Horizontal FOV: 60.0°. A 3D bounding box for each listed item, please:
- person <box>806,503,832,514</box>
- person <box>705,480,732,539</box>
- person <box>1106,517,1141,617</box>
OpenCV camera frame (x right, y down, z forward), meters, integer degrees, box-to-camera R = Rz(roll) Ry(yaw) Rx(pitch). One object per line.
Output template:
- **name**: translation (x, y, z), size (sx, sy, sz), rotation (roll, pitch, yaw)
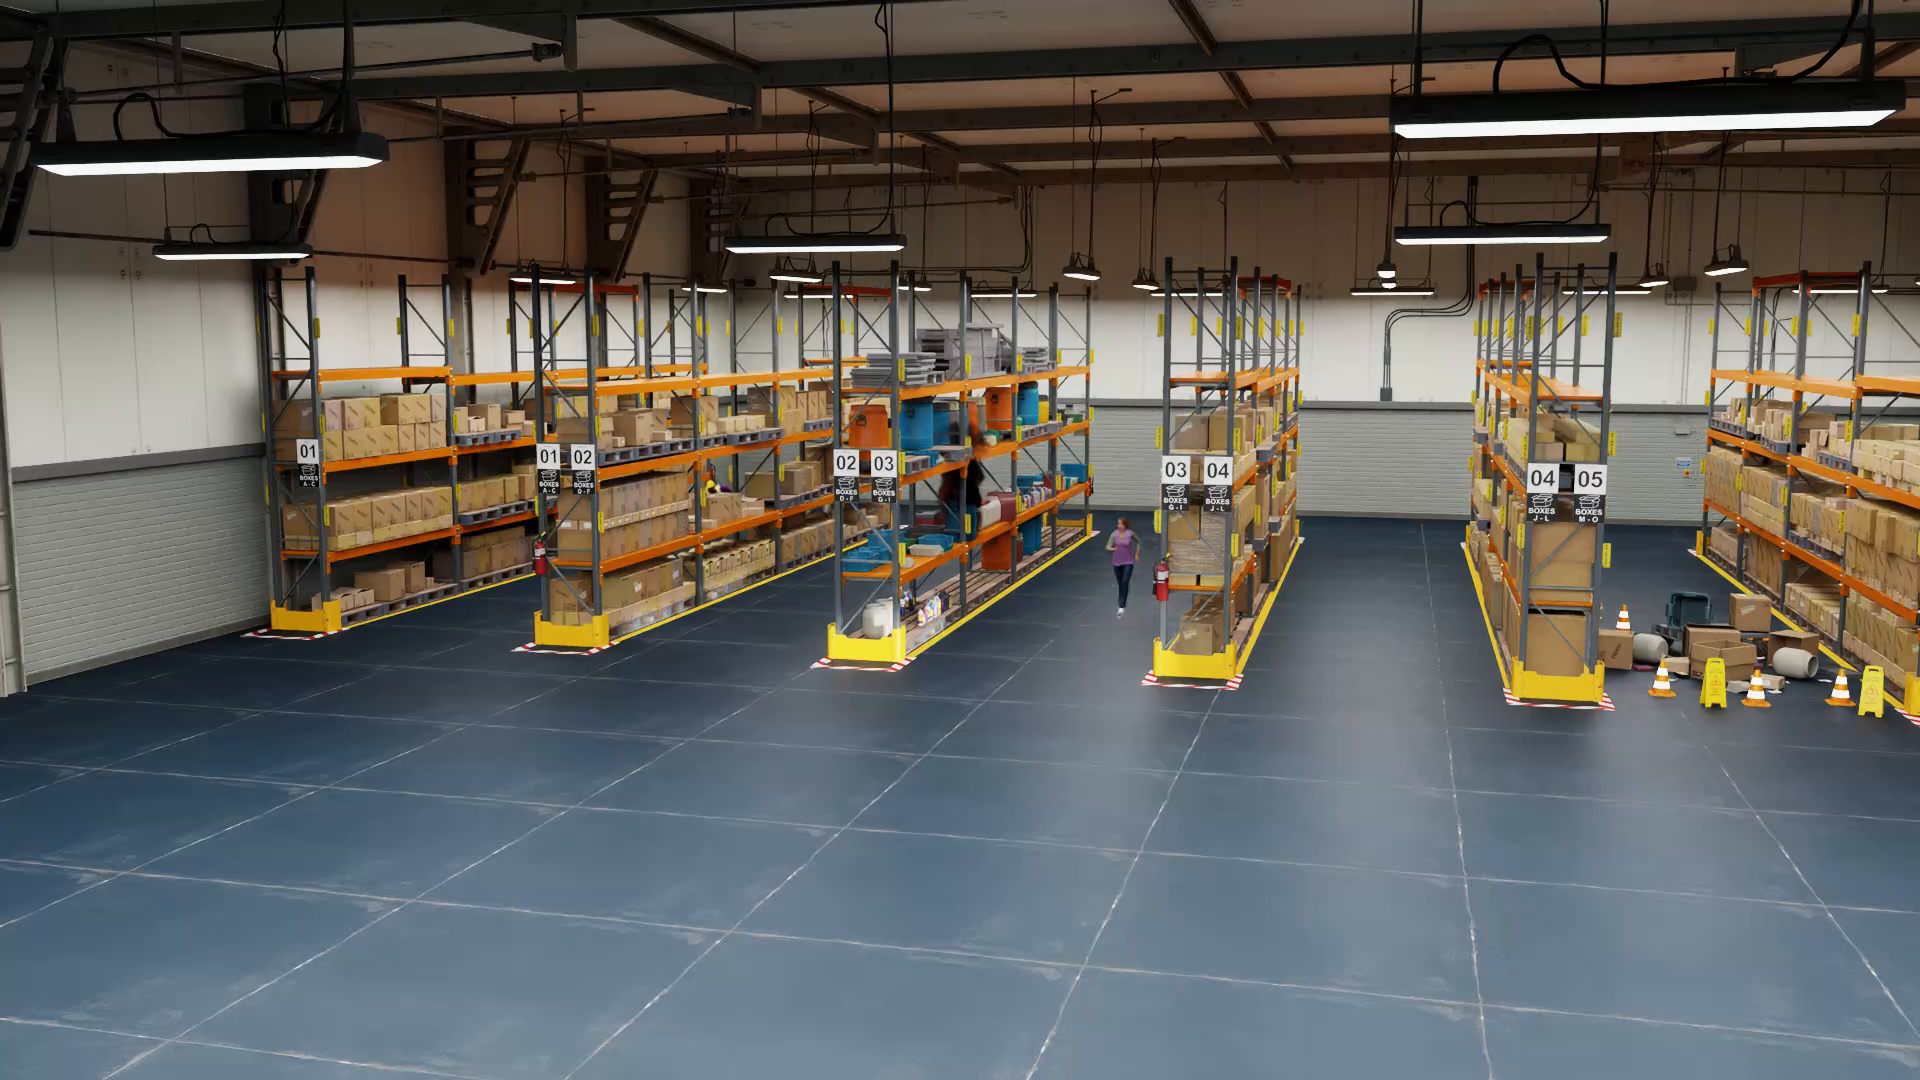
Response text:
- **person**: translation (-3.641, -1.361, 43.977), size (0.859, 1.687, 0.659), rotation (6, 9, 40)
- **person**: translation (-5.745, -0.718, 39.276), size (0.722, 1.468, 0.986), rotation (0, 7, 0)
- **person**: translation (2.687, 0.415, 27.423), size (0.545, 1.619, 0.792), rotation (2, 8, 17)
